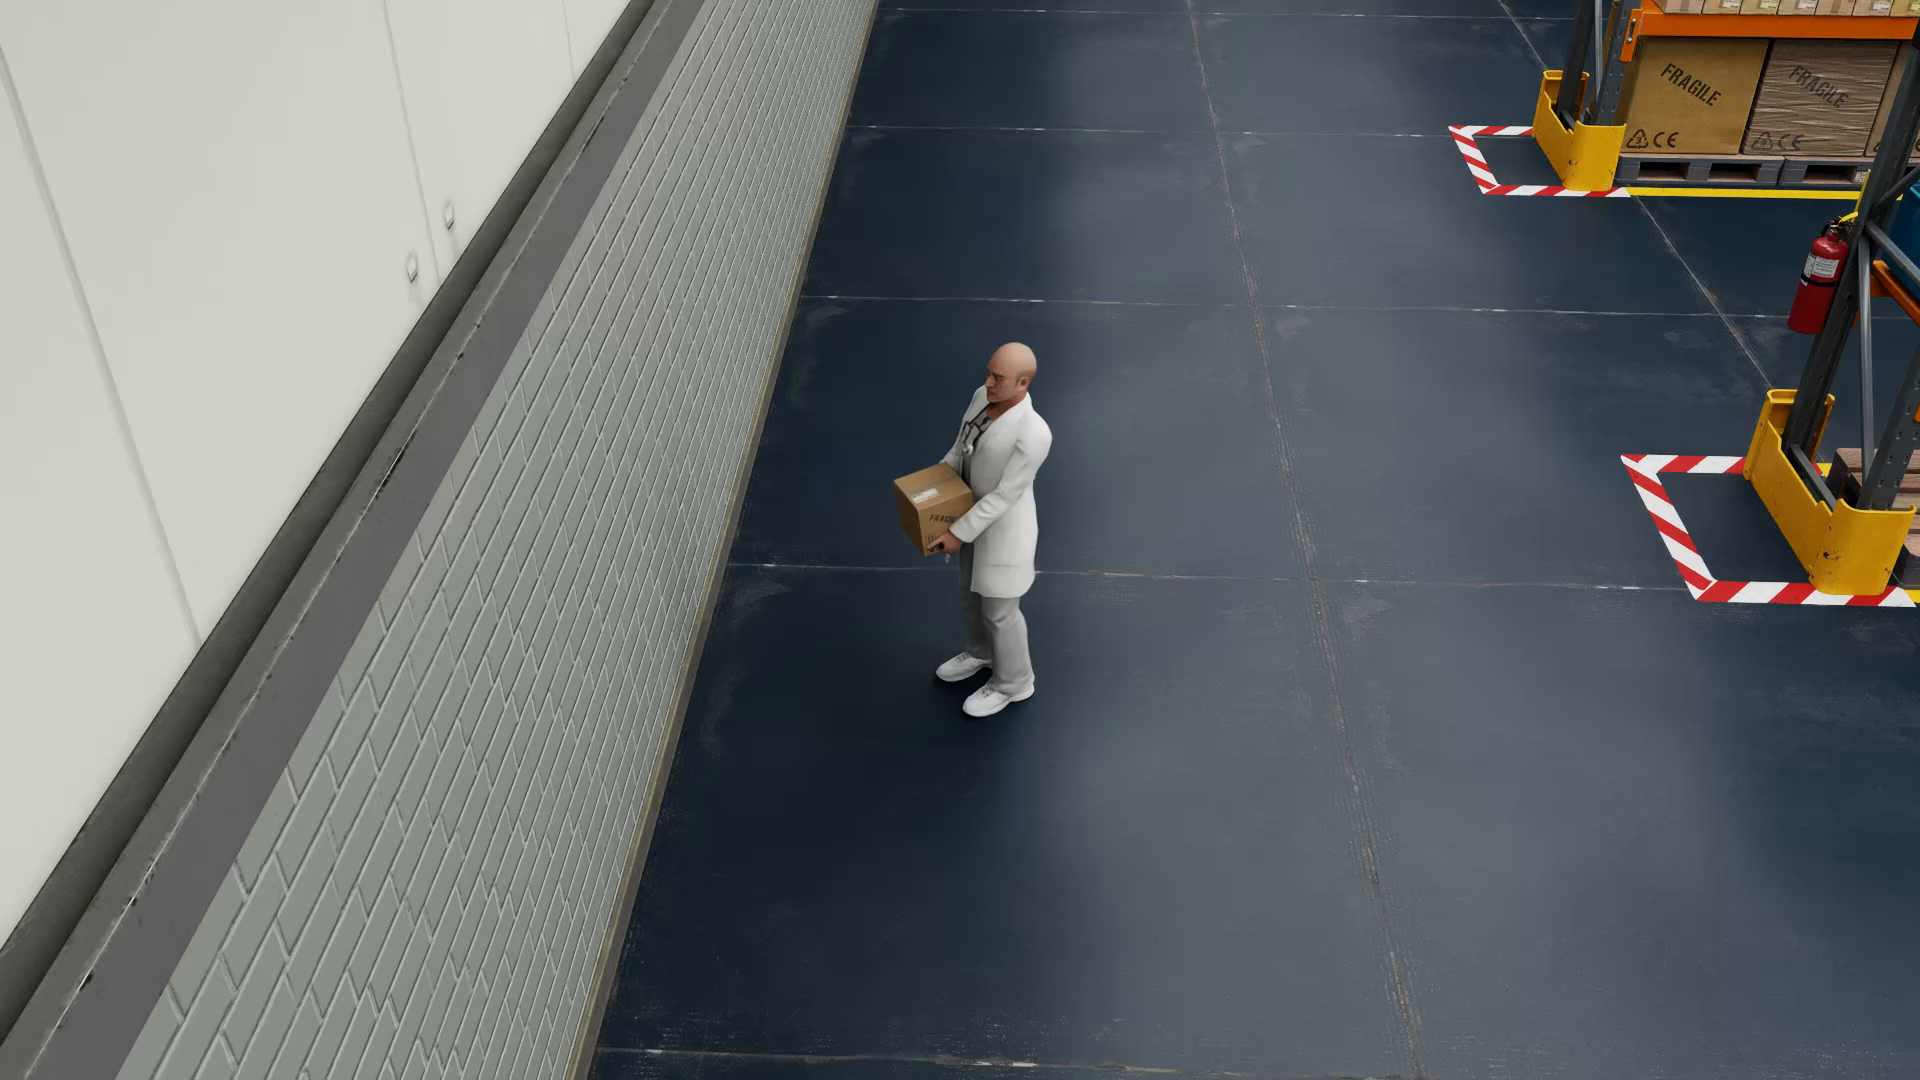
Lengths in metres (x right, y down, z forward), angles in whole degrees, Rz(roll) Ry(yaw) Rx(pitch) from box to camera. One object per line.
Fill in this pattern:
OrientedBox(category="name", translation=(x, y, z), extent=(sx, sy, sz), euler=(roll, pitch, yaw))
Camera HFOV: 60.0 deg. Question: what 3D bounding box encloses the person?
OrientedBox(category="person", translation=(0.060, -0.026, 7.174), extent=(0.556, 1.775, 0.527), euler=(-15, 38, -20))
